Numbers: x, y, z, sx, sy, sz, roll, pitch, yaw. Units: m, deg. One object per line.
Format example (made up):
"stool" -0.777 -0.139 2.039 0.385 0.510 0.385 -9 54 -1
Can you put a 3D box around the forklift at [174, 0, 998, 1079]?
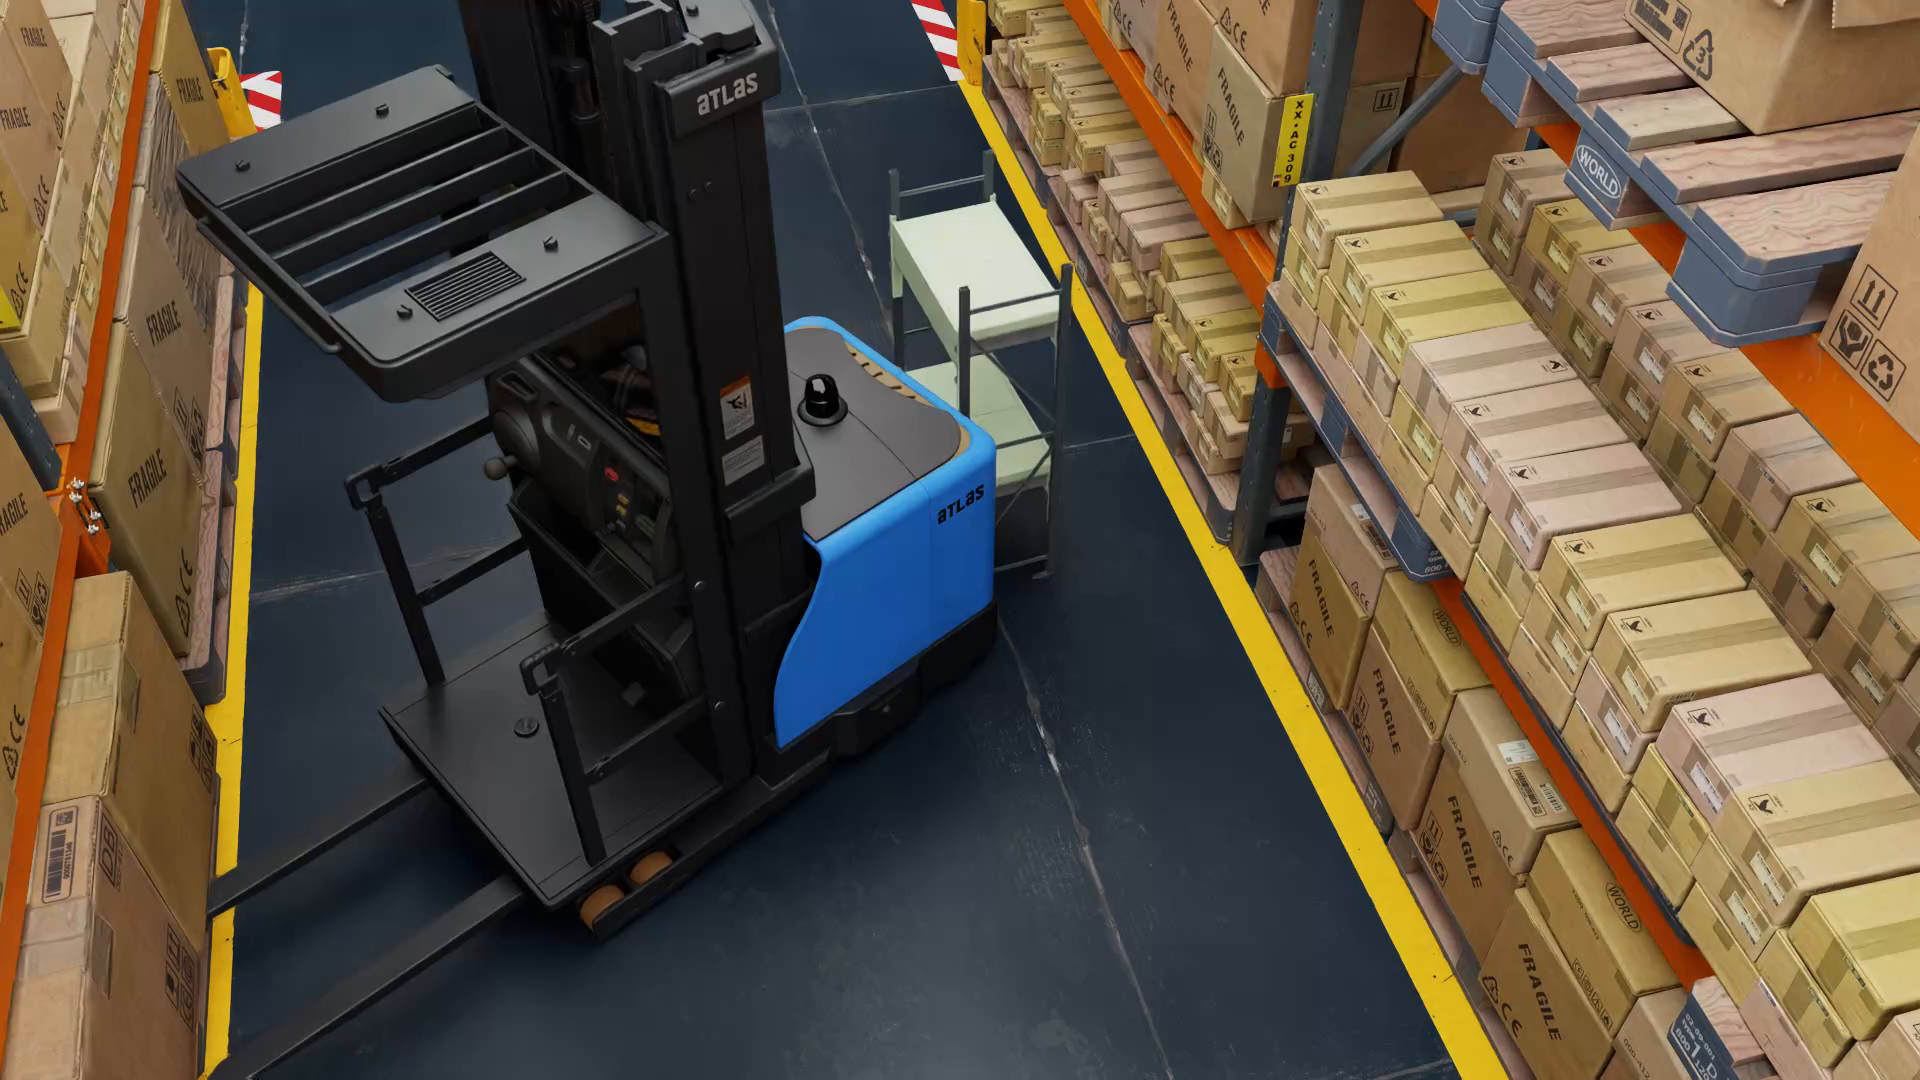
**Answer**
"forklift" -1.288 -0.153 4.848 3.031 2.935 1.130 -33 54 -28

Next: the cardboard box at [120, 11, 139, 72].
"cardboard box" -3.590 -2.015 6.801 0.380 0.149 0.250 -12 47 -11

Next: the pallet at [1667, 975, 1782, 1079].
"pallet" 2.321 1.287 3.523 1.213 0.211 1.003 -11 47 -10

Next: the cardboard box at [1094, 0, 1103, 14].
"cardboard box" 0.773 -2.392 7.169 0.380 0.149 0.250 -9 46 -9

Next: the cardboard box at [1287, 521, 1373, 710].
"cardboard box" 1.515 0.217 5.893 0.500 0.500 0.500 -9 46 -9

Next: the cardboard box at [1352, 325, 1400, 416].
"cardboard box" 1.374 -0.520 4.833 0.380 0.149 0.250 -10 46 -9

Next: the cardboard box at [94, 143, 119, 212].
"cardboard box" -3.324 -1.304 6.104 0.380 0.149 0.250 -10 46 -10

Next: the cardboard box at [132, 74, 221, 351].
"cardboard box" -3.788 -1.342 7.158 0.875 0.875 0.875 -11 47 -10

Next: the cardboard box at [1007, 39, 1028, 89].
"cardboard box" 0.460 -2.476 8.570 0.380 0.149 0.250 -11 47 -11

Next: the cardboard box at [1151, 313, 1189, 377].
"cardboard box" 1.028 -0.848 6.975 0.380 0.149 0.250 -12 47 -12

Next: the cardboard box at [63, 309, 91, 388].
"cardboard box" -3.059 -0.591 5.404 0.380 0.149 0.250 -12 47 -12

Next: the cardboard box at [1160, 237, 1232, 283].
"cardboard box" 1.075 -1.158 7.070 0.380 0.149 0.250 -9 46 -9

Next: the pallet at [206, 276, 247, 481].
"pallet" -3.673 -0.639 7.229 1.003 0.211 1.213 -11 47 -10

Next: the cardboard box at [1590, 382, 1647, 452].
"cardboard box" 2.069 -0.365 4.890 0.380 0.149 0.250 -13 47 -12

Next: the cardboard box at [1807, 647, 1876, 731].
"cardboard box" 2.346 0.373 4.167 0.380 0.149 0.250 -10 46 -10

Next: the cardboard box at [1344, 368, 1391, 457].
"cardboard box" 1.376 -0.409 4.932 0.380 0.149 0.250 -10 46 -10

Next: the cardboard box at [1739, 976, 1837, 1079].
"cardboard box" 1.908 1.028 3.525 0.380 0.149 0.250 -10 46 -10

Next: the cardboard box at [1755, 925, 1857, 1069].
"cardboard box" 1.900 0.906 3.435 0.380 0.149 0.250 -10 46 -9

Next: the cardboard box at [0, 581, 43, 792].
"cardboard box" -2.734 0.349 4.238 0.500 0.500 0.500 -9 46 -9

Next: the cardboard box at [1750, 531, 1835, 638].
"cardboard box" 2.273 0.084 4.241 0.380 0.149 0.250 -9 46 -9

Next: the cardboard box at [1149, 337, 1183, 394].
"cardboard box" 1.037 -0.792 7.128 0.380 0.149 0.250 -12 47 -12

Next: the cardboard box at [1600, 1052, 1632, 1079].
"cardboard box" 2.056 1.655 4.484 0.500 0.500 0.500 -9 46 -9

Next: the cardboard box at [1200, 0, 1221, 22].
"cardboard box" 1.063 -2.189 5.817 0.500 0.500 0.500 -12 47 -12

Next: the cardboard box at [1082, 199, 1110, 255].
"cardboard box" 0.792 -1.494 7.816 0.380 0.149 0.250 -11 47 -10

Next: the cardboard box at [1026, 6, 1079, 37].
"cardboard box" 0.551 -2.596 8.479 0.380 0.149 0.250 -10 46 -10

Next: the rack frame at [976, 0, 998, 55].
"rack frame" 0.559 -3.831 8.404 1.000 3.000 0.127 -11 47 -10

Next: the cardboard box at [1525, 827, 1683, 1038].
"cardboard box" 1.923 1.033 4.568 0.500 0.250 0.500 -10 46 -9

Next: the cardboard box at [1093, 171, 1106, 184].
"cardboard box" 0.838 -1.781 7.889 0.380 0.149 0.250 -9 46 -8

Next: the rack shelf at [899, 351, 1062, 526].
"rack shelf" 0.060 -0.364 6.513 0.431 0.370 0.720 -15 47 -14

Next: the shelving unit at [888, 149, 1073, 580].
"shelving unit" 0.060 -0.592 6.280 0.431 1.500 0.755 -15 47 -14

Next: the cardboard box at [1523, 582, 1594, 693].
"cardboard box" 1.641 0.203 4.124 0.380 0.149 0.250 -12 47 -11

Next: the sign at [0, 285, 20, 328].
"sign" -2.716 -0.716 4.596 0.100 0.325 0.005 -11 47 -10

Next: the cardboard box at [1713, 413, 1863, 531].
"cardboard box" 2.207 -0.195 4.306 0.380 0.149 0.250 -13 47 -12

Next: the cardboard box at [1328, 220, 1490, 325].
"cardboard box" 1.316 -0.789 4.888 0.380 0.149 0.250 -10 46 -9

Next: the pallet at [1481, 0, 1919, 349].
"pallet" 1.906 -0.892 3.555 1.213 0.211 1.003 -11 47 -10

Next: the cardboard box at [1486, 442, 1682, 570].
"cardboard box" 1.571 -0.088 4.201 0.380 0.149 0.250 -9 46 -9

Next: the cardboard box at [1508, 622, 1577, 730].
"cardboard box" 1.640 0.303 4.235 0.380 0.149 0.250 -13 47 -12

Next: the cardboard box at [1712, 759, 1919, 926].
"cardboard box" 1.837 0.632 3.495 0.380 0.149 0.250 -9 46 -9

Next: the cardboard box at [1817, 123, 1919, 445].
"cardboard box" 1.950 -0.429 2.900 0.500 0.500 0.500 -11 47 -10

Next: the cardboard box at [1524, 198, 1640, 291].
"cardboard box" 1.944 -0.910 5.007 0.380 0.149 0.250 -12 47 -12

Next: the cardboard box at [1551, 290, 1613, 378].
"cardboard box" 2.005 -0.640 4.951 0.380 0.149 0.250 -9 46 -9

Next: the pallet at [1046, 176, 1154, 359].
"pallet" 1.061 -1.394 7.969 1.003 0.211 1.213 -11 47 -10

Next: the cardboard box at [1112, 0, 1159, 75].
"cardboard box" 0.928 -2.193 6.521 0.500 0.500 0.500 -11 47 -11

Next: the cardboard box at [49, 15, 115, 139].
"cardboard box" -3.484 -1.699 6.211 0.500 0.250 0.500 -11 47 -10

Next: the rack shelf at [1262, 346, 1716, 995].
"rack shelf" 2.095 0.563 4.601 1.077 0.370 4.000 -11 47 -10

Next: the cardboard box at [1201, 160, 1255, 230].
"cardboard box" 1.112 -1.294 6.093 0.380 0.149 0.250 -12 47 -11

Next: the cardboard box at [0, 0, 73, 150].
"cardboard box" -3.370 -1.623 5.612 0.500 0.500 0.500 -12 47 -12

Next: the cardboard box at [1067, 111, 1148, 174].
"cardboard box" 0.720 -1.859 7.757 0.380 0.149 0.250 -10 46 -10
